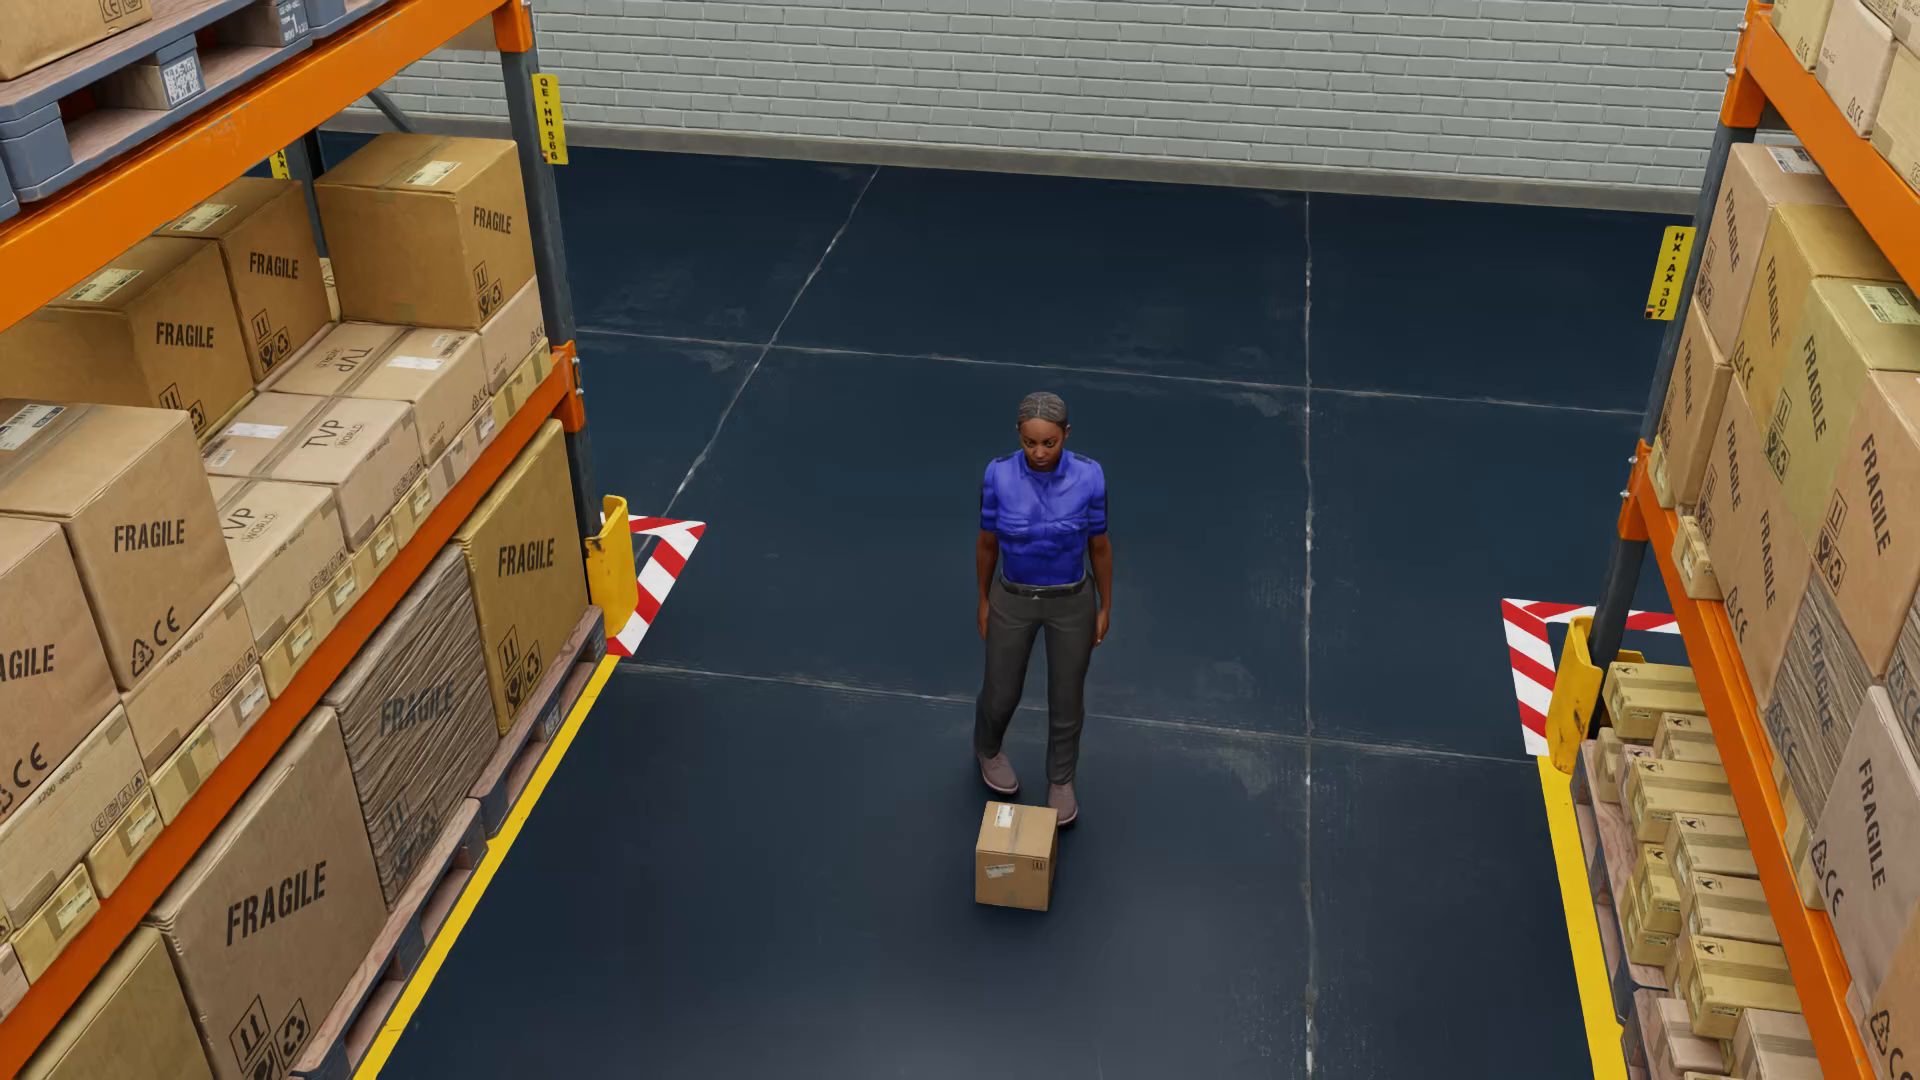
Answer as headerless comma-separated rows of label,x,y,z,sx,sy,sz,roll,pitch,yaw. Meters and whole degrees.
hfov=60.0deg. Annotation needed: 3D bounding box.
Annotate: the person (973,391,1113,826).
person,0.283,0.232,5.758,0.479,1.655,0.439,1,33,2
